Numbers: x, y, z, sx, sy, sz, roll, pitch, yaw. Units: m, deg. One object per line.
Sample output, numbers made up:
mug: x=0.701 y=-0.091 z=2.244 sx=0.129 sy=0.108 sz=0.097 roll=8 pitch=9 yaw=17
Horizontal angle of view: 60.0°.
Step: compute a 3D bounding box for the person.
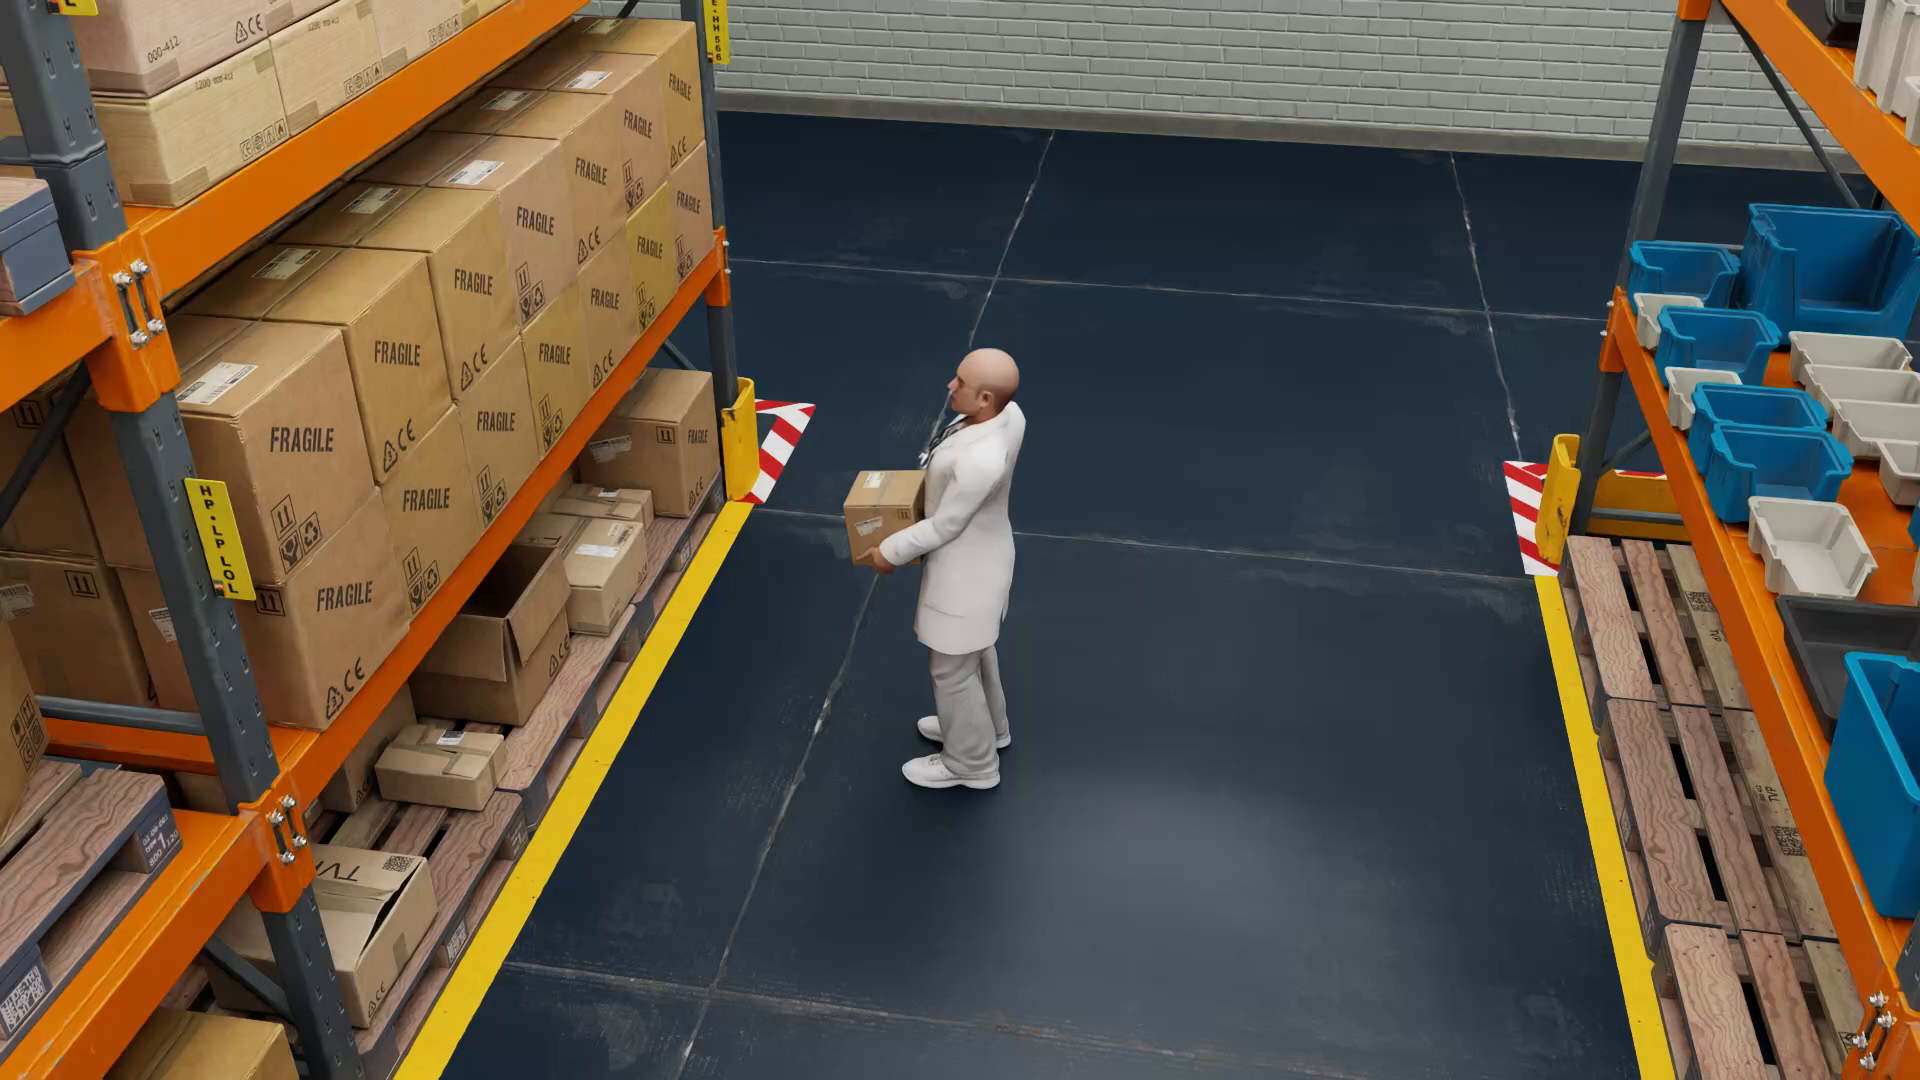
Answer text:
person: x=-0.070 y=0.100 z=5.997 sx=0.555 sy=1.770 sz=0.530 roll=6 pitch=32 yaw=9
